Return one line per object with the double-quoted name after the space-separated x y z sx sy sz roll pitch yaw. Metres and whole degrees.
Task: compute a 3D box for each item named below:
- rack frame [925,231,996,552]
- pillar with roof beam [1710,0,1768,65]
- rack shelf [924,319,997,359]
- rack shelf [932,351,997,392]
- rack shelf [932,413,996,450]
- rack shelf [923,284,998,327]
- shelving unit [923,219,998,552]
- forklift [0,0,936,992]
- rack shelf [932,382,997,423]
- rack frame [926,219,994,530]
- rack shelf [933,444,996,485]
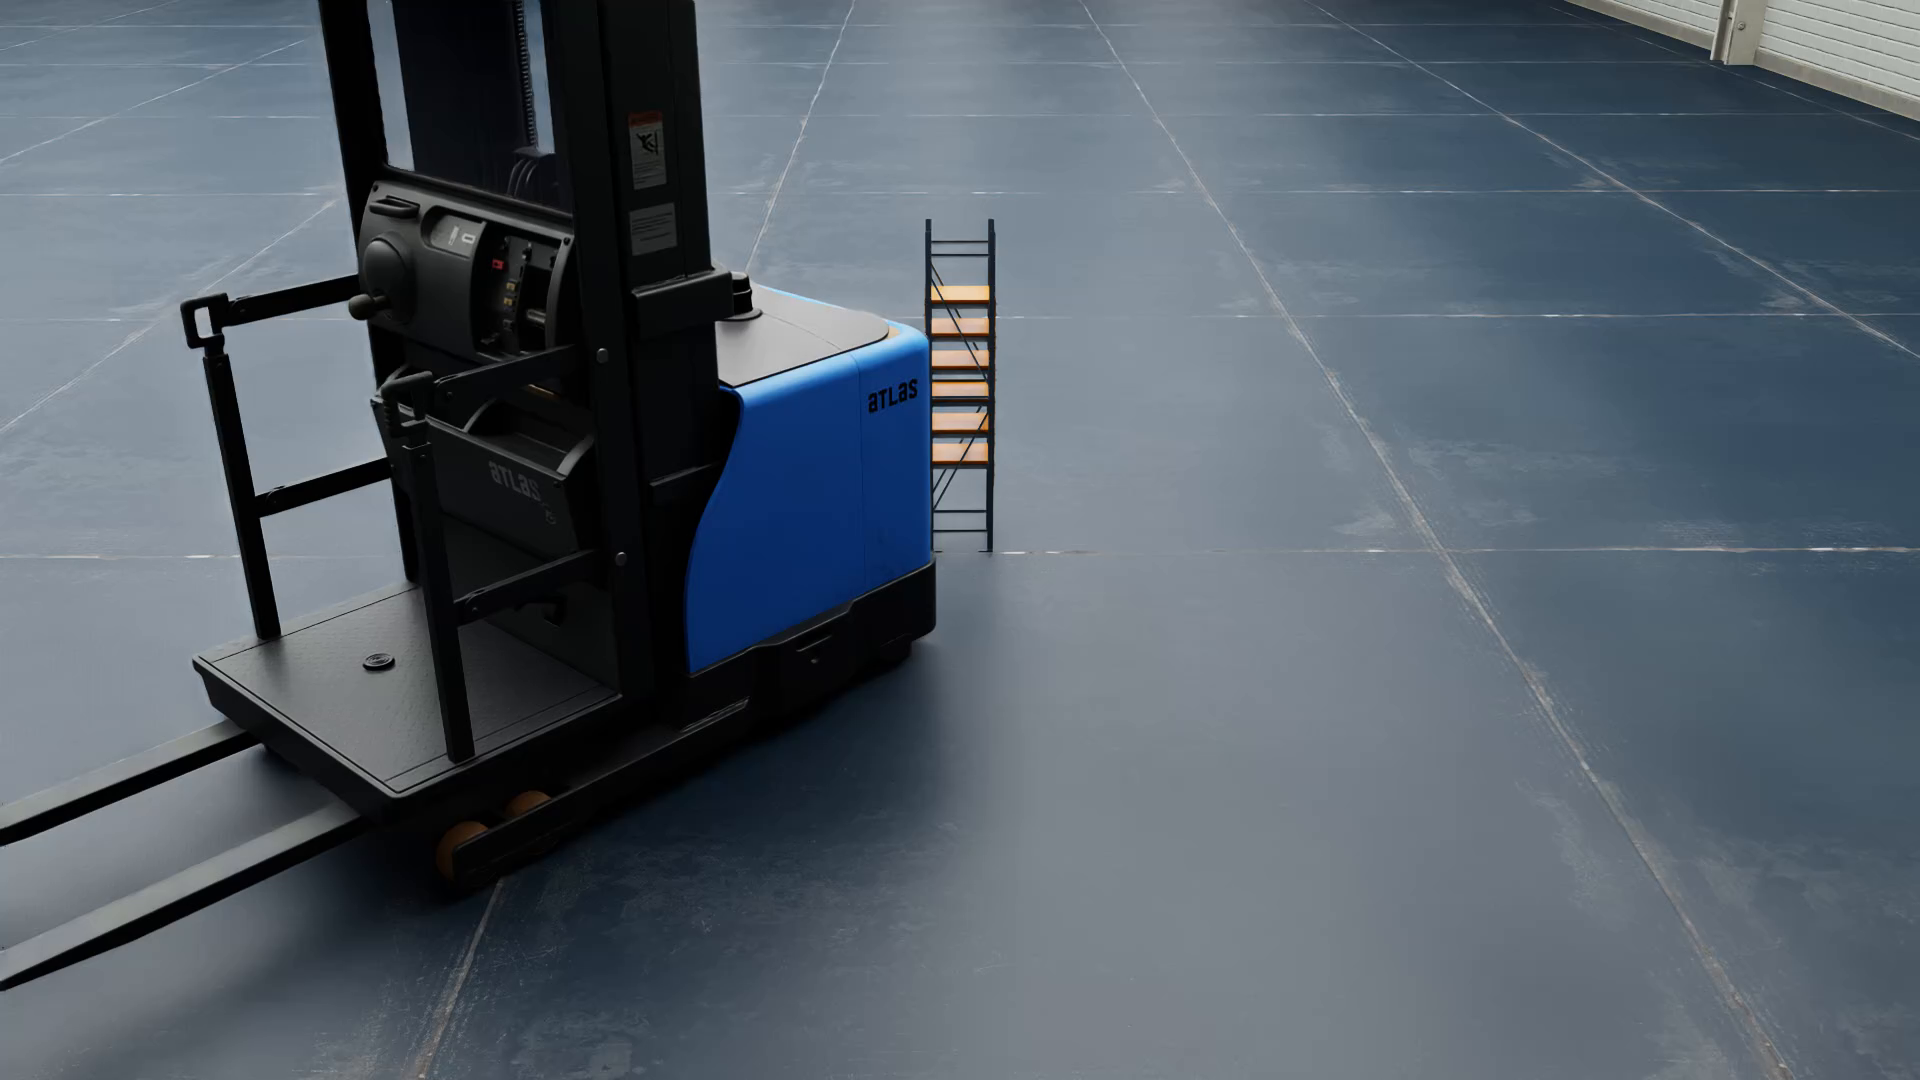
0.001 -0.503 5.906 0.240 1.200 0.006 0 24 -1 "rack frame"
3.669 -9.015 15.262 9.100 9.000 0.400 0 24 -1 "pillar with roof beam"
0.000 -0.719 5.909 0.258 0.103 0.180 0 24 -1 "rack shelf"
0.000 -0.610 5.958 0.258 0.103 0.180 0 24 -1 "rack shelf"
0.000 -0.391 6.057 0.258 0.103 0.180 0 24 -1 "rack shelf"
0.000 -0.828 5.860 0.258 0.103 0.180 0 24 -1 "rack shelf"
0.000 -0.541 5.990 0.258 1.200 0.189 0 24 -1 "shelving unit"
-1.439 -0.679 4.194 1.130 2.935 3.031 20 31 38 "forklift"
0.000 -0.500 6.008 0.258 0.103 0.180 0 24 -1 "rack shelf"
-0.001 -0.578 6.073 0.240 1.200 0.006 0 24 -1 "rack frame"
0.000 -0.282 6.107 0.258 0.103 0.180 0 24 -1 "rack shelf"
